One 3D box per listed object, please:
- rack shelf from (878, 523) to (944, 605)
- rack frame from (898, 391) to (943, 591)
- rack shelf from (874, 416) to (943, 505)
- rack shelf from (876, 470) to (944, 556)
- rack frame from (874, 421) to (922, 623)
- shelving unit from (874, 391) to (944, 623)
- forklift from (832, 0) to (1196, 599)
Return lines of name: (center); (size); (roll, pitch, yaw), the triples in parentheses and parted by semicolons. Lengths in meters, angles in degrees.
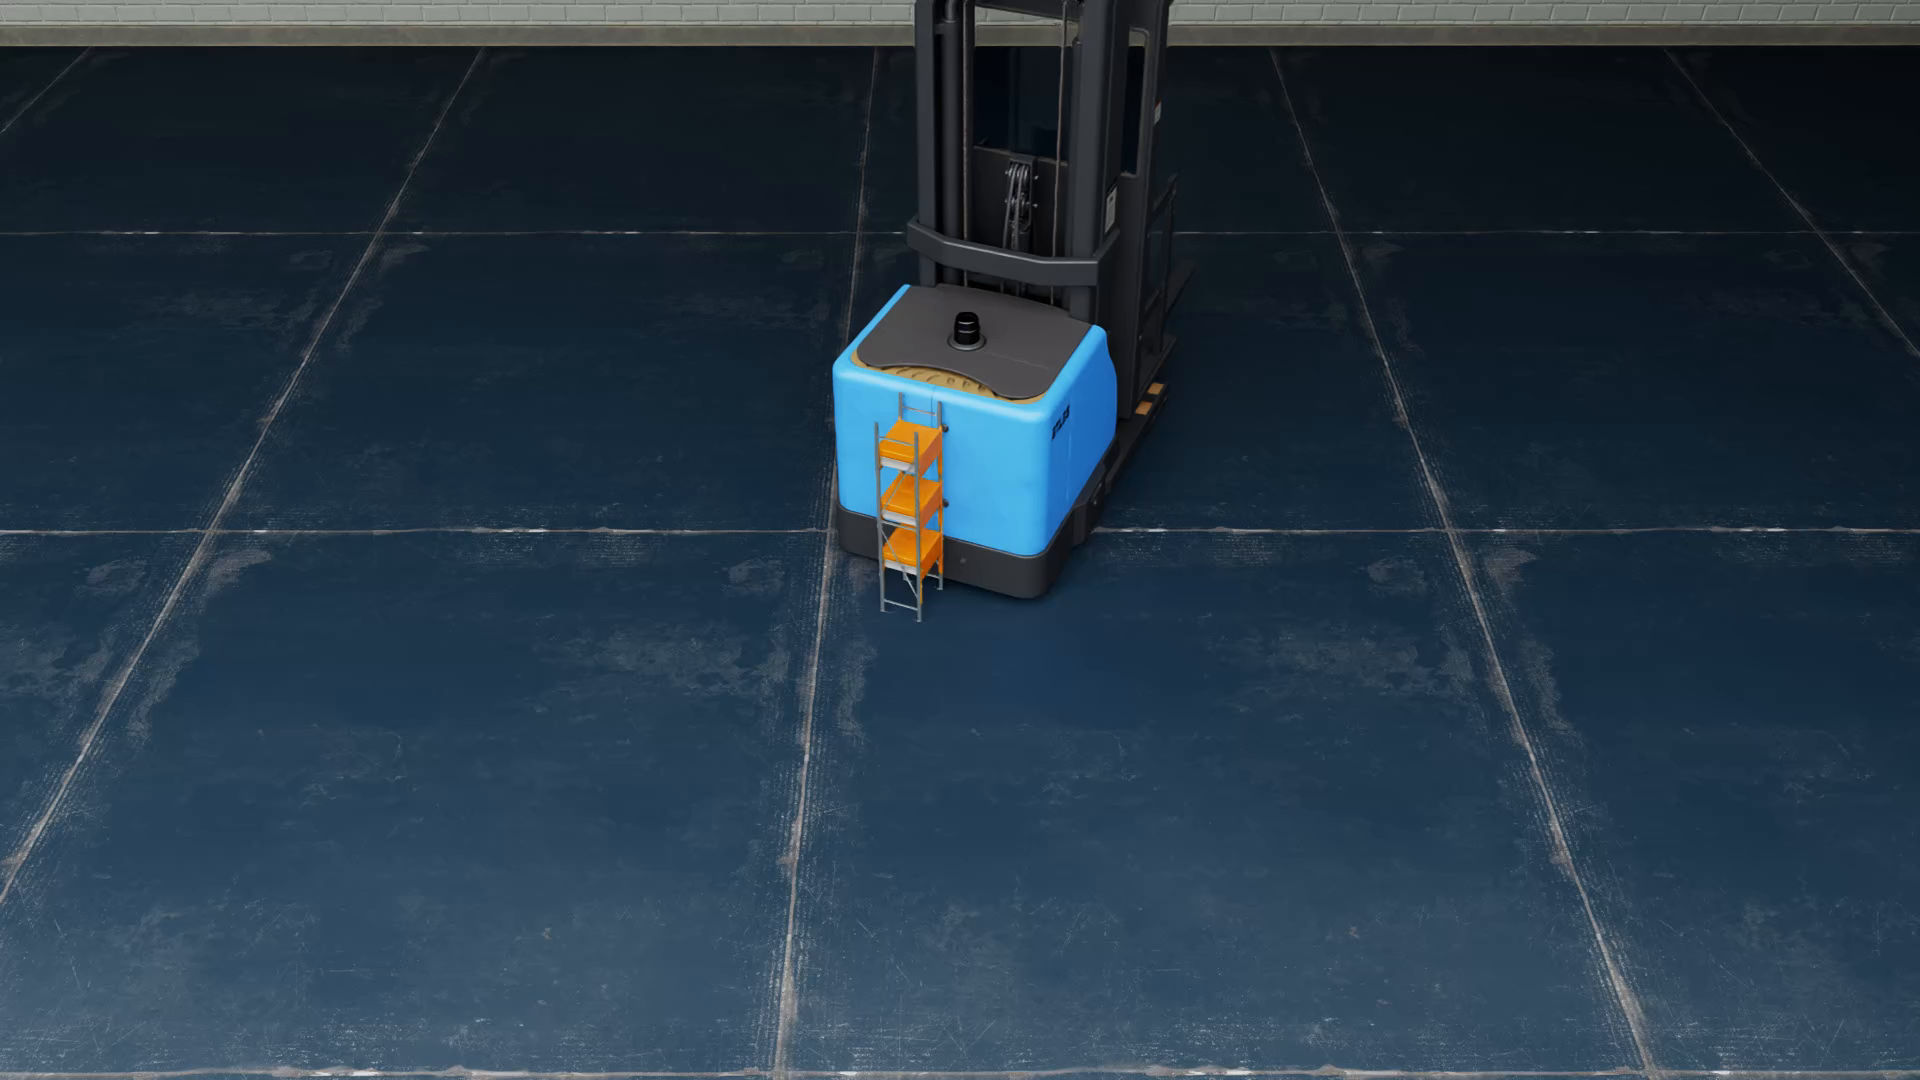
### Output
rack shelf: (-0.219, 0.095, 7.498); (0.215, 0.259, 0.240); (15, 41, 18)
rack frame: (-0.171, -0.200, 7.405); (0.200, 1.050, 0.008); (15, 41, 18)
rack shelf: (-0.219, -0.343, 7.147); (0.215, 0.259, 0.240); (15, 41, 18)
rack shelf: (-0.219, -0.121, 7.324); (0.215, 0.259, 0.240); (15, 41, 18)
rack frame: (-0.266, -0.059, 7.230); (0.200, 1.050, 0.008); (15, 41, 18)
shelving unit: (-0.219, -0.130, 7.318); (0.215, 1.050, 0.252); (15, 41, 18)
forklift: (0.466, -1.799, 7.897); (1.130, 2.935, 3.031); (15, 41, 18)
